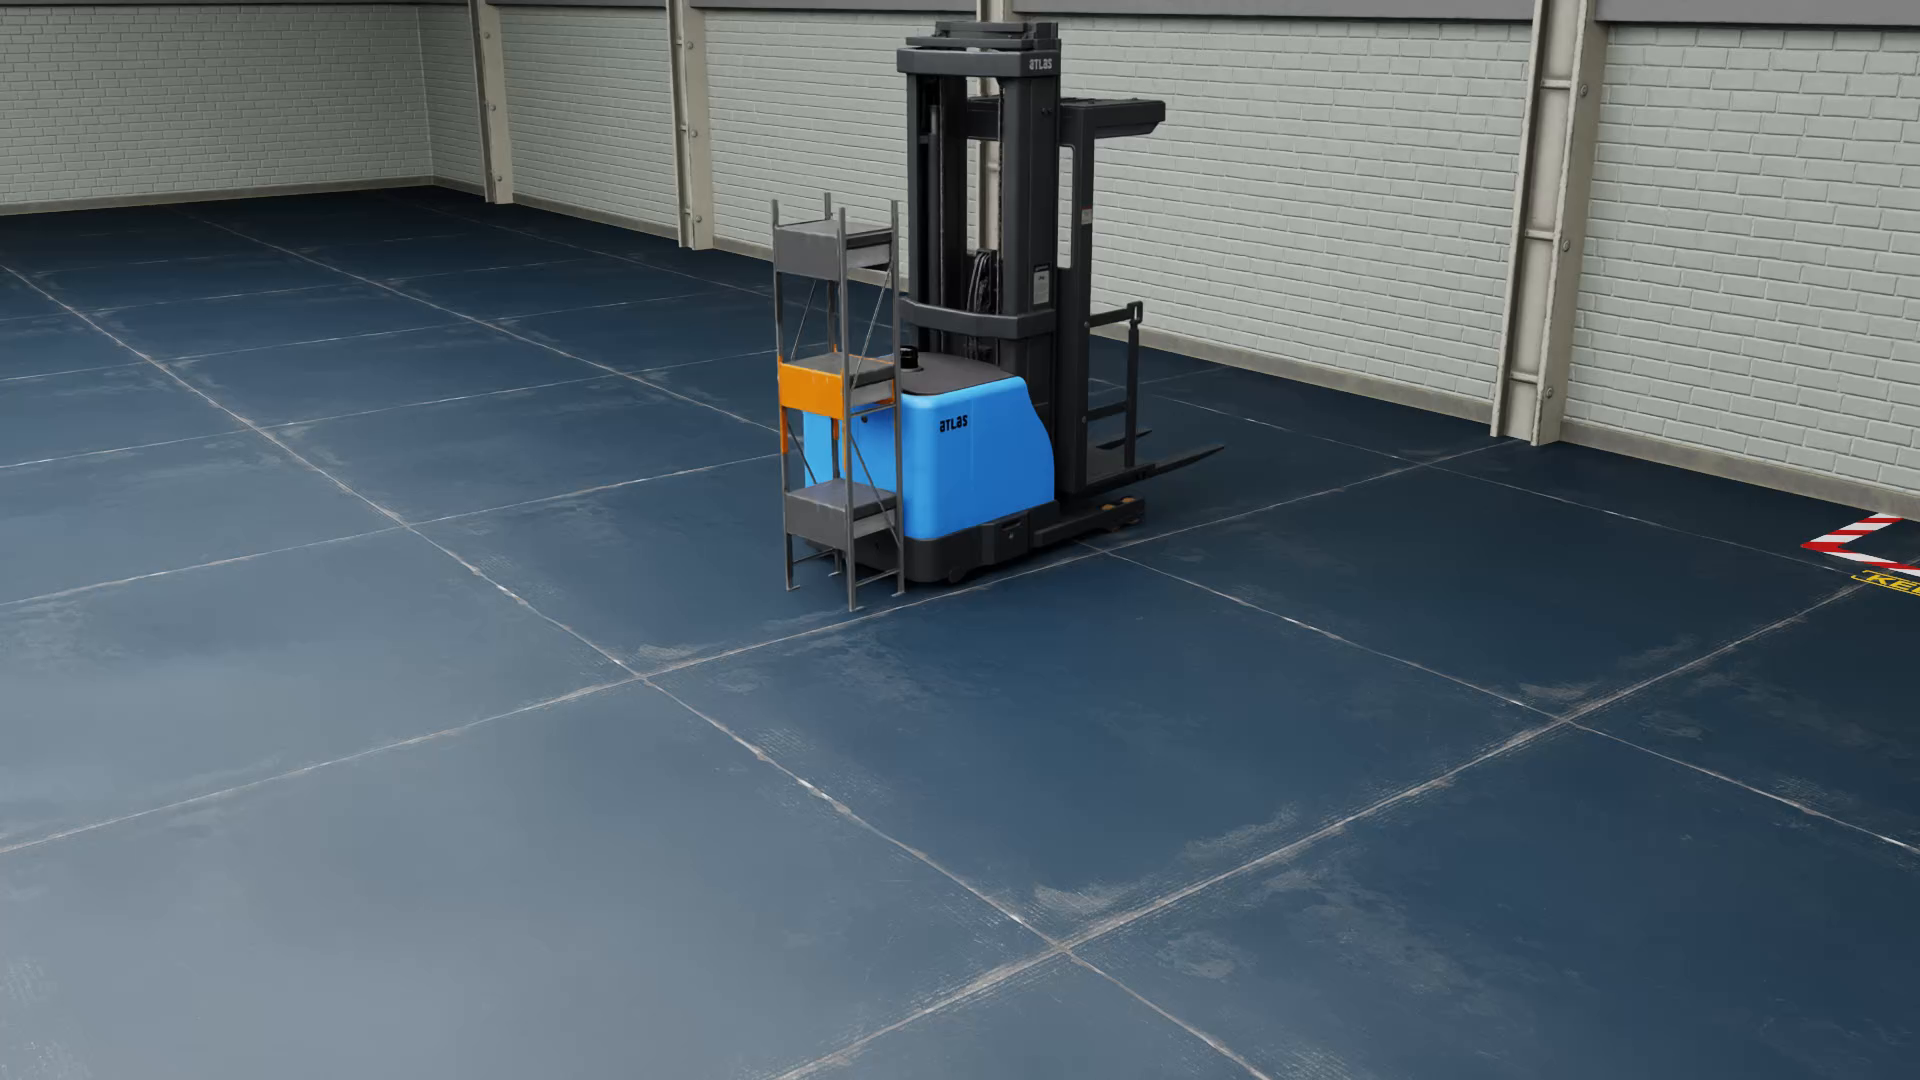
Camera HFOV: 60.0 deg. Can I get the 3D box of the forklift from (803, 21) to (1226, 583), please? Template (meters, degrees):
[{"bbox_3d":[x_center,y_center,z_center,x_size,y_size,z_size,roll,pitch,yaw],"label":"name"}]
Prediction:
[{"bbox_3d":[0.485,-1.538,9.845,1.130,2.935,3.031,17,25,41],"label":"forklift"}]

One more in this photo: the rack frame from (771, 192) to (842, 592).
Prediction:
[{"bbox_3d":[-0.806,-0.764,8.823,0.015,2.100,0.400,16,25,40],"label":"rack frame"}]

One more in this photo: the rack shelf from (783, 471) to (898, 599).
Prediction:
[{"bbox_3d":[-0.622,-0.036,8.895,0.480,0.518,0.431,16,25,40],"label":"rack shelf"}]

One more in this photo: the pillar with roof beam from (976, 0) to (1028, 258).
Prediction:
[{"bbox_3d":[-2.978,-5.659,12.637,9.100,9.000,0.400,-14,23,-36],"label":"pillar with roof beam"}]

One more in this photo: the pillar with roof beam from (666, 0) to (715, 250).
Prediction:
[{"bbox_3d":[-6.703,-7.138,17.102,9.100,9.000,0.400,-14,23,-36],"label":"pillar with roof beam"}]

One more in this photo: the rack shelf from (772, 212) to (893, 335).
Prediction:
[{"bbox_3d":[-0.629,-1.362,8.447,0.480,0.518,0.431,16,25,40],"label":"rack shelf"}]

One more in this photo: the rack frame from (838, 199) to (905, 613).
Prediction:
[{"bbox_3d":[-0.445,-0.660,8.511,0.015,2.100,0.400,16,25,40],"label":"rack frame"}]

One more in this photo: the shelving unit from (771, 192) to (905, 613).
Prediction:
[{"bbox_3d":[-0.625,-0.712,8.667,0.503,2.100,0.431,16,25,40],"label":"shelving unit"}]

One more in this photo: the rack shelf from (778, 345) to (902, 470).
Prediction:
[{"bbox_3d":[-0.625,-0.699,8.671,0.480,0.518,0.431,16,25,40],"label":"rack shelf"}]

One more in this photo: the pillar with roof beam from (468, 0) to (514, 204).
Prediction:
[{"bbox_3d":[-10.429,-8.616,21.567,9.100,9.000,0.400,-14,23,-36],"label":"pillar with roof beam"}]

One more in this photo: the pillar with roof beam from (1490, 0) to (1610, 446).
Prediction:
[{"bbox_3d":[0.747,-4.181,8.172,9.100,9.000,0.400,-14,23,-36],"label":"pillar with roof beam"}]
